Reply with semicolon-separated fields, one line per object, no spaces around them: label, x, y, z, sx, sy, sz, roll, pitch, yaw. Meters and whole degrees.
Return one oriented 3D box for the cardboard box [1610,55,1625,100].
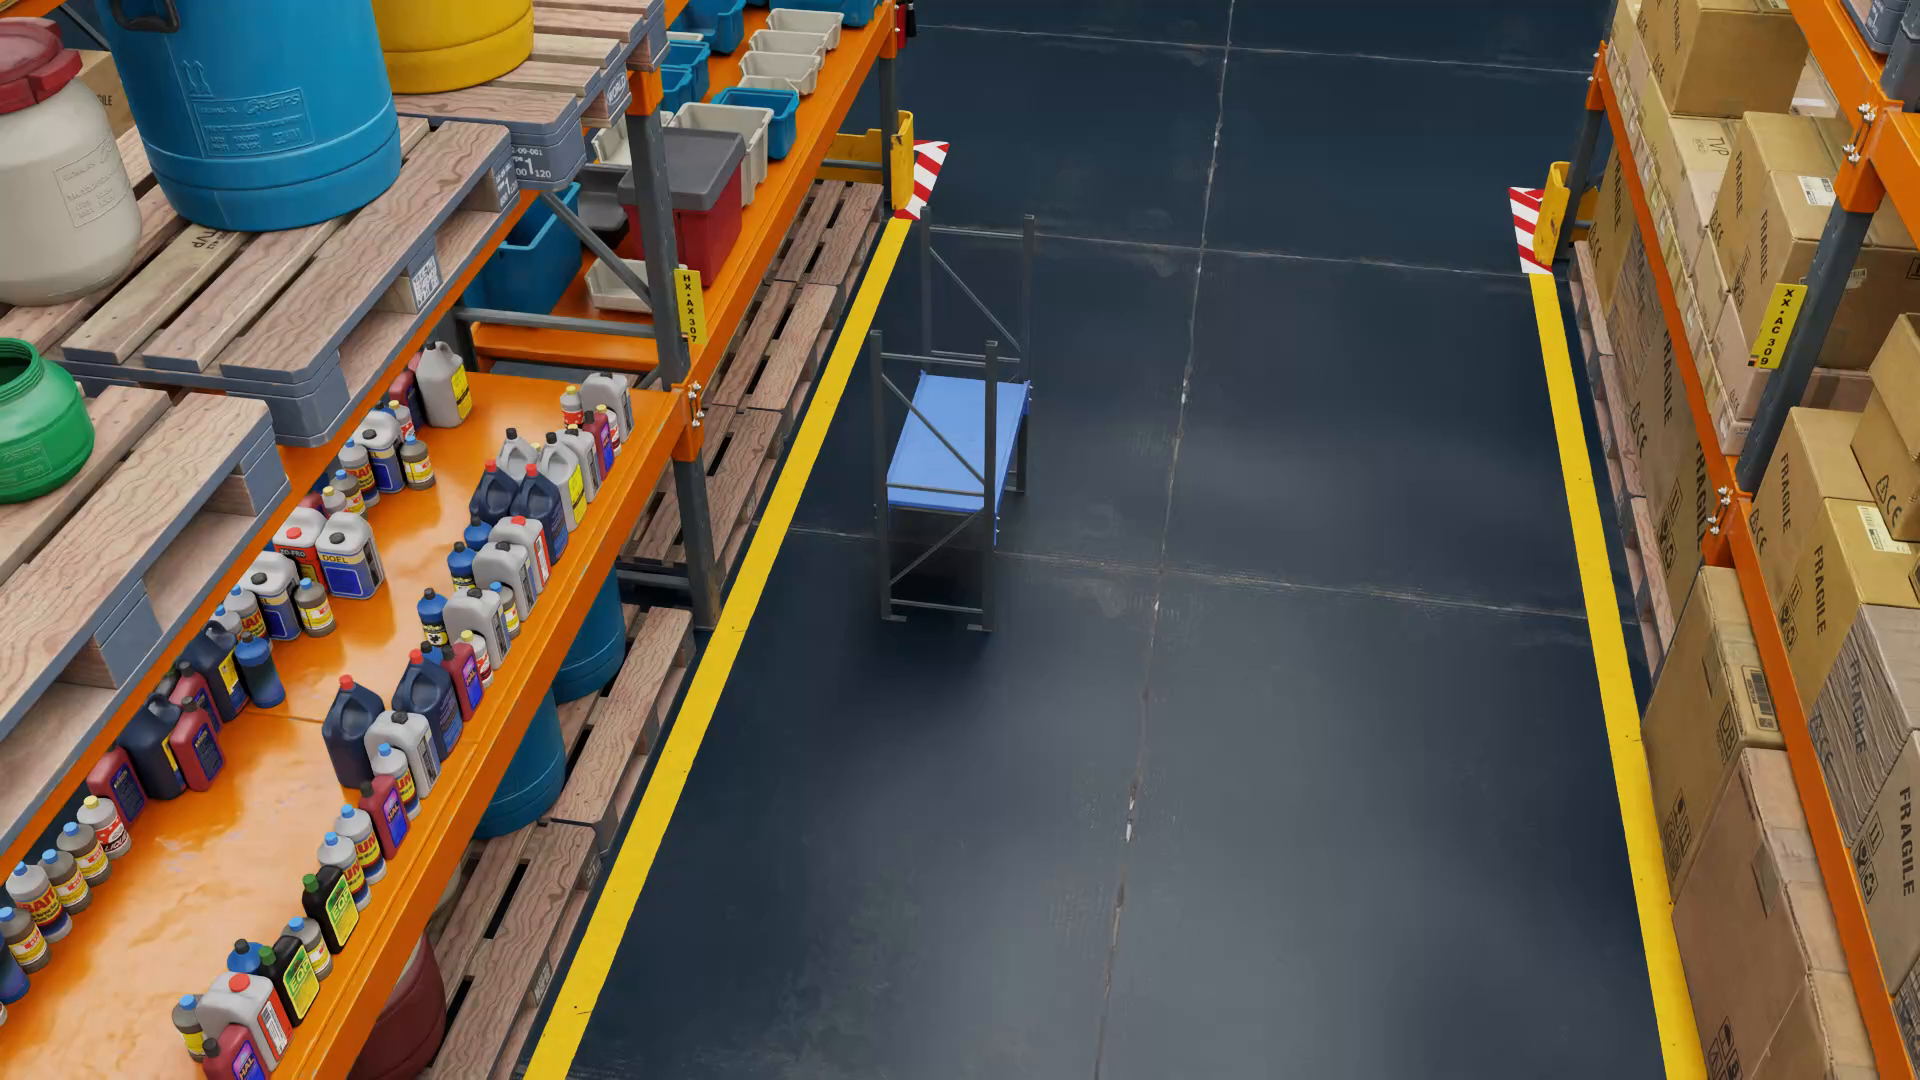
cardboard box;3.573;-2.363;8.548;0.380;0.149;0.250;6;40;7

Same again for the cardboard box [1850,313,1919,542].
cardboard box;3.207;-0.320;5.015;0.797;0.503;0.637;5;40;7

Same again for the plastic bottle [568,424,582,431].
plastic bottle;-1.394;-0.331;6.049;0.097;0.201;0.097;0;40;0

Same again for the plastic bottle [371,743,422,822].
plastic bottle;-1.620;0.686;4.764;0.097;0.271;0.097;0;40;0

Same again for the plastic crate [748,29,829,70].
plastic crate;-0.903;-2.563;8.753;0.396;0.136;0.243;6;40;8

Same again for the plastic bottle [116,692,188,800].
plastic bottle;-2.344;0.573;4.839;0.144;0.351;0.185;6;40;8

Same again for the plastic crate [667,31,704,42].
plastic crate;-1.498;-2.538;8.723;0.250;0.136;0.298;6;40;8

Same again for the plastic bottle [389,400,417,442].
plastic bottle;-2.077;-0.425;6.163;0.097;0.201;0.097;0;40;0

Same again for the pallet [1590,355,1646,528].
pallet;3.727;-0.459;8.236;1.003;0.211;1.213;6;40;8

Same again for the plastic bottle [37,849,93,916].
plastic bottle;-2.449;0.922;4.533;0.097;0.201;0.097;0;40;0

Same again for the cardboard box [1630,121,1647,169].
cardboard box;3.440;-1.879;7.963;0.380;0.149;0.250;6;40;7

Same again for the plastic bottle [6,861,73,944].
plastic bottle;-2.466;0.956;4.437;0.097;0.271;0.097;0;40;0

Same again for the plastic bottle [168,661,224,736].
plastic bottle;-2.298;0.501;4.979;0.061;0.283;0.133;6;40;8

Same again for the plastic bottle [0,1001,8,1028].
plastic bottle;-2.516;1.167;4.238;0.097;0.201;0.097;0;40;0

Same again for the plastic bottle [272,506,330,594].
plastic bottle;-2.184;0.034;5.549;0.152;0.276;0.135;6;40;8

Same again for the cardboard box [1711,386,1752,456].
cardboard box;3.040;-0.428;6.207;0.380;0.149;0.250;7;40;8

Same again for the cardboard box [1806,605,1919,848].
cardboard box;2.811;0.555;4.743;0.500;0.500;0.500;6;40;7

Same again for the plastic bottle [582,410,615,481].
plastic bottle;-1.313;-0.365;6.026;0.061;0.283;0.133;6;40;8

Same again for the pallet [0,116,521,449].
pallet;-1.801;-0.712;4.148;1.003;0.211;1.213;6;40;8

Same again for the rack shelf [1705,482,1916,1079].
rack shelf;2.964;1.235;4.563;1.077;0.370;4.000;6;40;8

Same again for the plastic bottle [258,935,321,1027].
plastic bottle;-1.719;1.107;4.246;0.061;0.283;0.133;6;40;8

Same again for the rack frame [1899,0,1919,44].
rack frame;3.310;-2.609;3.940;1.000;3.000;0.127;6;40;8

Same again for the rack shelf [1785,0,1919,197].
rack shelf;3.656;-2.431;6.644;1.077;0.370;4.000;6;40;8

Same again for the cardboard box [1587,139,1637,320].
cardboard box;3.970;-1.740;8.935;0.875;0.875;0.875;6;40;8

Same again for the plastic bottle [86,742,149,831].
plastic bottle;-2.413;0.694;4.745;0.061;0.283;0.133;6;40;8

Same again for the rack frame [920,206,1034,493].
rack frame;0.073;-0.844;7.690;0.500;1.500;0.032;6;40;8

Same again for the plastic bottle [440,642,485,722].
plastic bottle;-1.527;0.411;5.088;0.061;0.283;0.133;6;40;8

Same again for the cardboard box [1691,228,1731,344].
cardboard box;3.215;-0.985;6.568;0.500;0.250;0.500;8;40;9

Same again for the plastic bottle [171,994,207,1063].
plastic bottle;-1.913;1.215;4.179;0.097;0.201;0.097;0;40;0

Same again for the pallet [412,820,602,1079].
pallet;-1.952;1.479;5.892;1.003;0.211;1.213;6;40;8

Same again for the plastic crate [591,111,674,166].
plastic crate;-1.563;-1.891;7.939;0.293;0.136;0.466;6;40;8

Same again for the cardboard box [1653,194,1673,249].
cardboard box;3.307;-1.394;7.376;0.380;0.149;0.250;7;40;8

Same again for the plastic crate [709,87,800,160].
plastic crate;-0.979;-1.995;7.990;0.416;0.233;0.300;6;40;8

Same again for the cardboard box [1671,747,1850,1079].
cardboard box;3.065;1.325;5.228;1.225;0.875;0.875;5;40;6

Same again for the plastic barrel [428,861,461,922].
plastic barrel;-1.988;1.082;5.807;0.421;0.512;0.421;0;40;0

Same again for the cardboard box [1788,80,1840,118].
cardboard box;4.003;-1.893;7.667;0.500;0.250;0.500;5;40;6

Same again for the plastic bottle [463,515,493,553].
plastic bottle;-1.595;0.033;5.554;0.097;0.271;0.097;0;40;0

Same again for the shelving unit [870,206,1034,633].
shelving unit;-0.015;-0.524;7.304;0.538;1.500;1.048;6;40;8

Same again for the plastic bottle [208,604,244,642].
plastic bottle;-2.288;0.312;5.216;0.097;0.271;0.097;0;40;0

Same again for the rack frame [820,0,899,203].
rack frame;-0.876;-3.354;9.549;1.000;3.000;0.127;6;40;8

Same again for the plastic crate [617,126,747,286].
plastic crate;-1.167;-1.424;7.117;0.402;0.464;0.583;6;40;8

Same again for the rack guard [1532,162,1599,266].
rack guard;4.006;-1.859;9.703;1.175;0.500;0.348;6;40;8

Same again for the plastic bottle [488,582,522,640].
plastic bottle;-1.485;0.222;5.380;0.097;0.201;0.097;0;40;0

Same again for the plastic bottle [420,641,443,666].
plastic bottle;-1.608;0.418;5.088;0.097;0.271;0.097;0;40;0

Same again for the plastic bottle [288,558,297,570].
plastic bottle;-2.231;0.133;5.488;0.097;0.201;0.097;0;40;0

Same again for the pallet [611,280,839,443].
pallet;-1.271;-1.002;8.893;1.003;0.211;1.213;6;40;8

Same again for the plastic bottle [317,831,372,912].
plastic bottle;-1.677;0.892;4.515;0.097;0.271;0.097;0;40;0

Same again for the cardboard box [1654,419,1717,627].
cardboard box;3.503;-0.045;6.886;0.875;0.875;0.875;6;40;8

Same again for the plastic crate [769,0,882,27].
plastic crate;-0.750;-3.160;9.239;0.616;0.435;0.499;6;40;8

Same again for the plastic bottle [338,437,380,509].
plastic bottle;-2.134;-0.246;5.891;0.097;0.271;0.097;0;40;0

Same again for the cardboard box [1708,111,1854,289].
cardboard box;3.217;-1.275;6.330;0.500;0.500;0.500;7;40;8

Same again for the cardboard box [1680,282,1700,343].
cardboard box;3.173;-0.912;6.793;0.380;0.149;0.250;7;40;9

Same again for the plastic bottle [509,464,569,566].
plastic bottle;-1.437;-0.095;5.647;0.144;0.351;0.185;6;40;8

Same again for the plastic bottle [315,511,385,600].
plastic bottle;-2.034;0.051;5.528;0.152;0.276;0.135;6;40;8

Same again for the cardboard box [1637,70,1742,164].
cardboard box;3.479;-1.951;7.737;0.500;0.250;0.500;5;40;6

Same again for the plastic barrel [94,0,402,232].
plastic barrel;-1.713;-1.266;3.947;0.600;0.901;0.708;6;40;8

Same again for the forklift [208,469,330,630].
forklift;-4.201;-0.579;6.246;3.031;2.935;1.130;-26;46;-28

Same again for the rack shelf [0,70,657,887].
rack shelf;-1.914;-0.467;4.268;1.077;0.370;4.000;6;40;8
